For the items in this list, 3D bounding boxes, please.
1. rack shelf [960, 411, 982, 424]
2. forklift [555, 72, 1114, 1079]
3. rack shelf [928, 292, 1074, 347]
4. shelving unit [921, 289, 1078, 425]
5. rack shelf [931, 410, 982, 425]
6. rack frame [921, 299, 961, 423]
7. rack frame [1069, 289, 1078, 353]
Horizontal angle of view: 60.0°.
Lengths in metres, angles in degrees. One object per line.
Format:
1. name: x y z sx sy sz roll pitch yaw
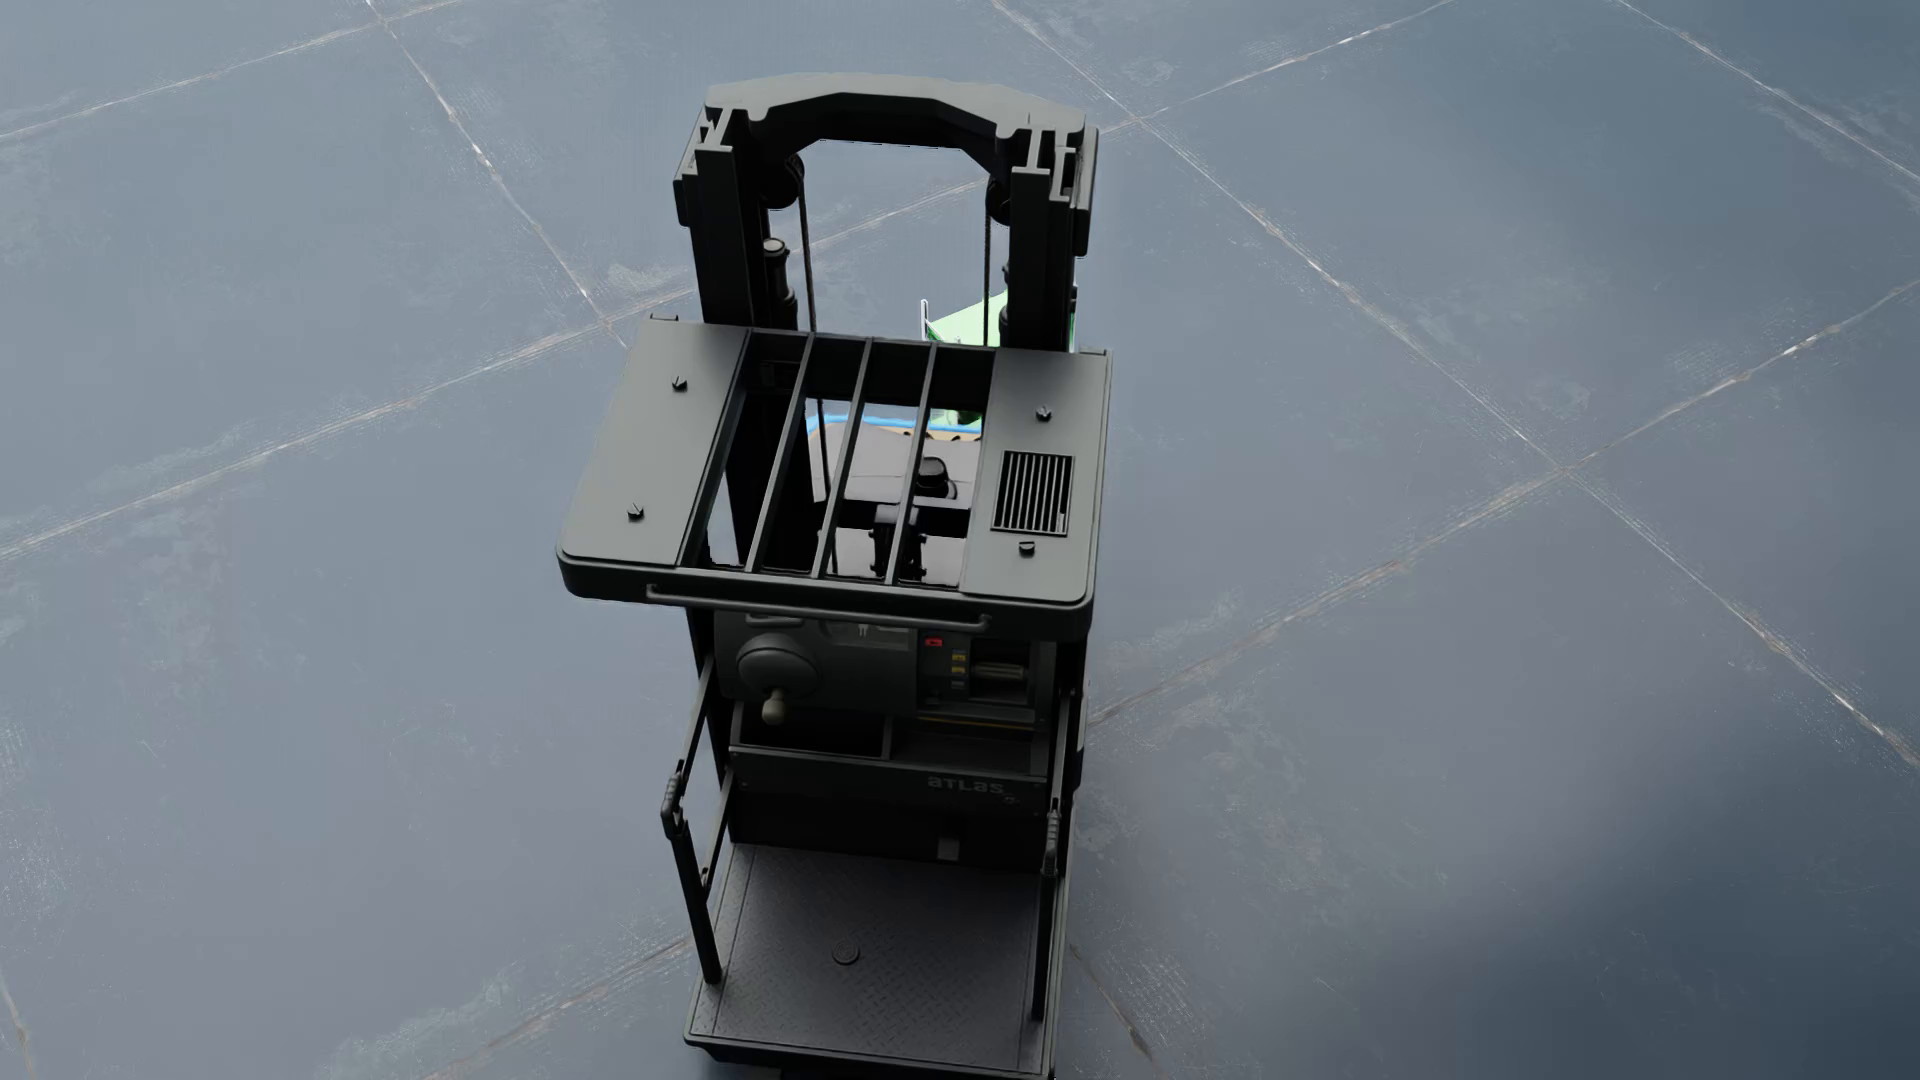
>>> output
1. rack shelf: 0.140 -0.582 6.174 0.480 0.148 0.258 -25 53 -21
2. forklift: -0.227 0.432 4.348 1.130 2.935 3.031 5 49 5
3. rack shelf: 0.140 -0.742 5.995 0.480 0.148 0.258 -25 53 -21
4. shelving unit: 0.140 -0.465 6.306 0.503 1.200 0.258 -25 53 -21
5. rack shelf: 0.140 -0.423 6.354 0.480 0.148 0.258 -25 53 -21
6. rack frame: -0.066 -0.368 6.219 0.015 1.200 0.240 -25 53 -21
7. rack frame: 0.346 -0.562 6.393 0.015 1.200 0.240 -25 53 -21
